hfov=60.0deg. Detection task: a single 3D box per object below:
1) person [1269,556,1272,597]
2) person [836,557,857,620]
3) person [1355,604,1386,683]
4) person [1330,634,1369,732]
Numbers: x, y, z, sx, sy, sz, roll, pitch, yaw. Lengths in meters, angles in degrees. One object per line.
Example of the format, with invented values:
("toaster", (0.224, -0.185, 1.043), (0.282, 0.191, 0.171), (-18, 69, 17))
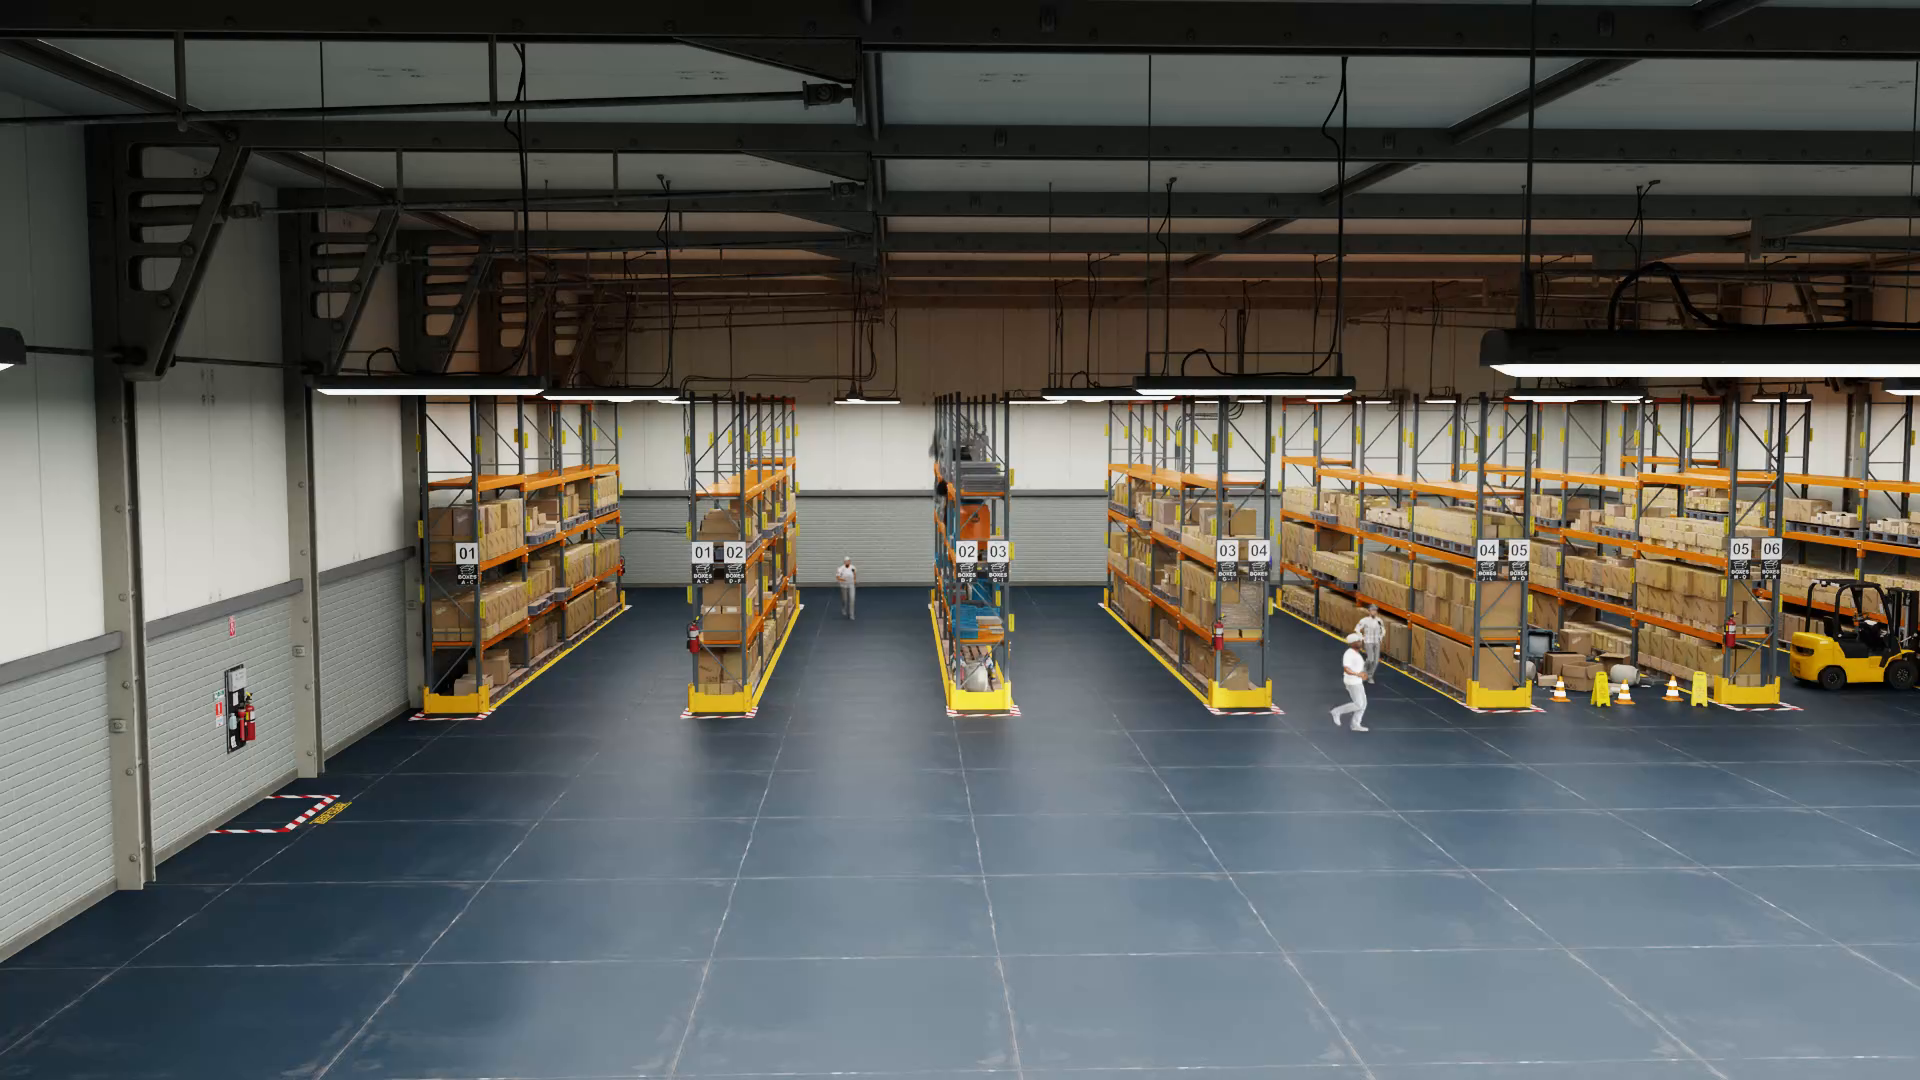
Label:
("person", (8.854, 1.026, 48.547), (0.552, 1.607, 0.551), (-3, 5, -29))
("person", (-3.072, 1.289, 45.111), (0.588, 1.678, 0.923), (-1, 5, -12))
("person", (8.534, 2.143, 34.398), (0.615, 1.658, 0.541), (-1, 5, -8))
("person", (6.902, 2.508, 29.355), (0.668, 1.725, 0.704), (2, 5, 22))
